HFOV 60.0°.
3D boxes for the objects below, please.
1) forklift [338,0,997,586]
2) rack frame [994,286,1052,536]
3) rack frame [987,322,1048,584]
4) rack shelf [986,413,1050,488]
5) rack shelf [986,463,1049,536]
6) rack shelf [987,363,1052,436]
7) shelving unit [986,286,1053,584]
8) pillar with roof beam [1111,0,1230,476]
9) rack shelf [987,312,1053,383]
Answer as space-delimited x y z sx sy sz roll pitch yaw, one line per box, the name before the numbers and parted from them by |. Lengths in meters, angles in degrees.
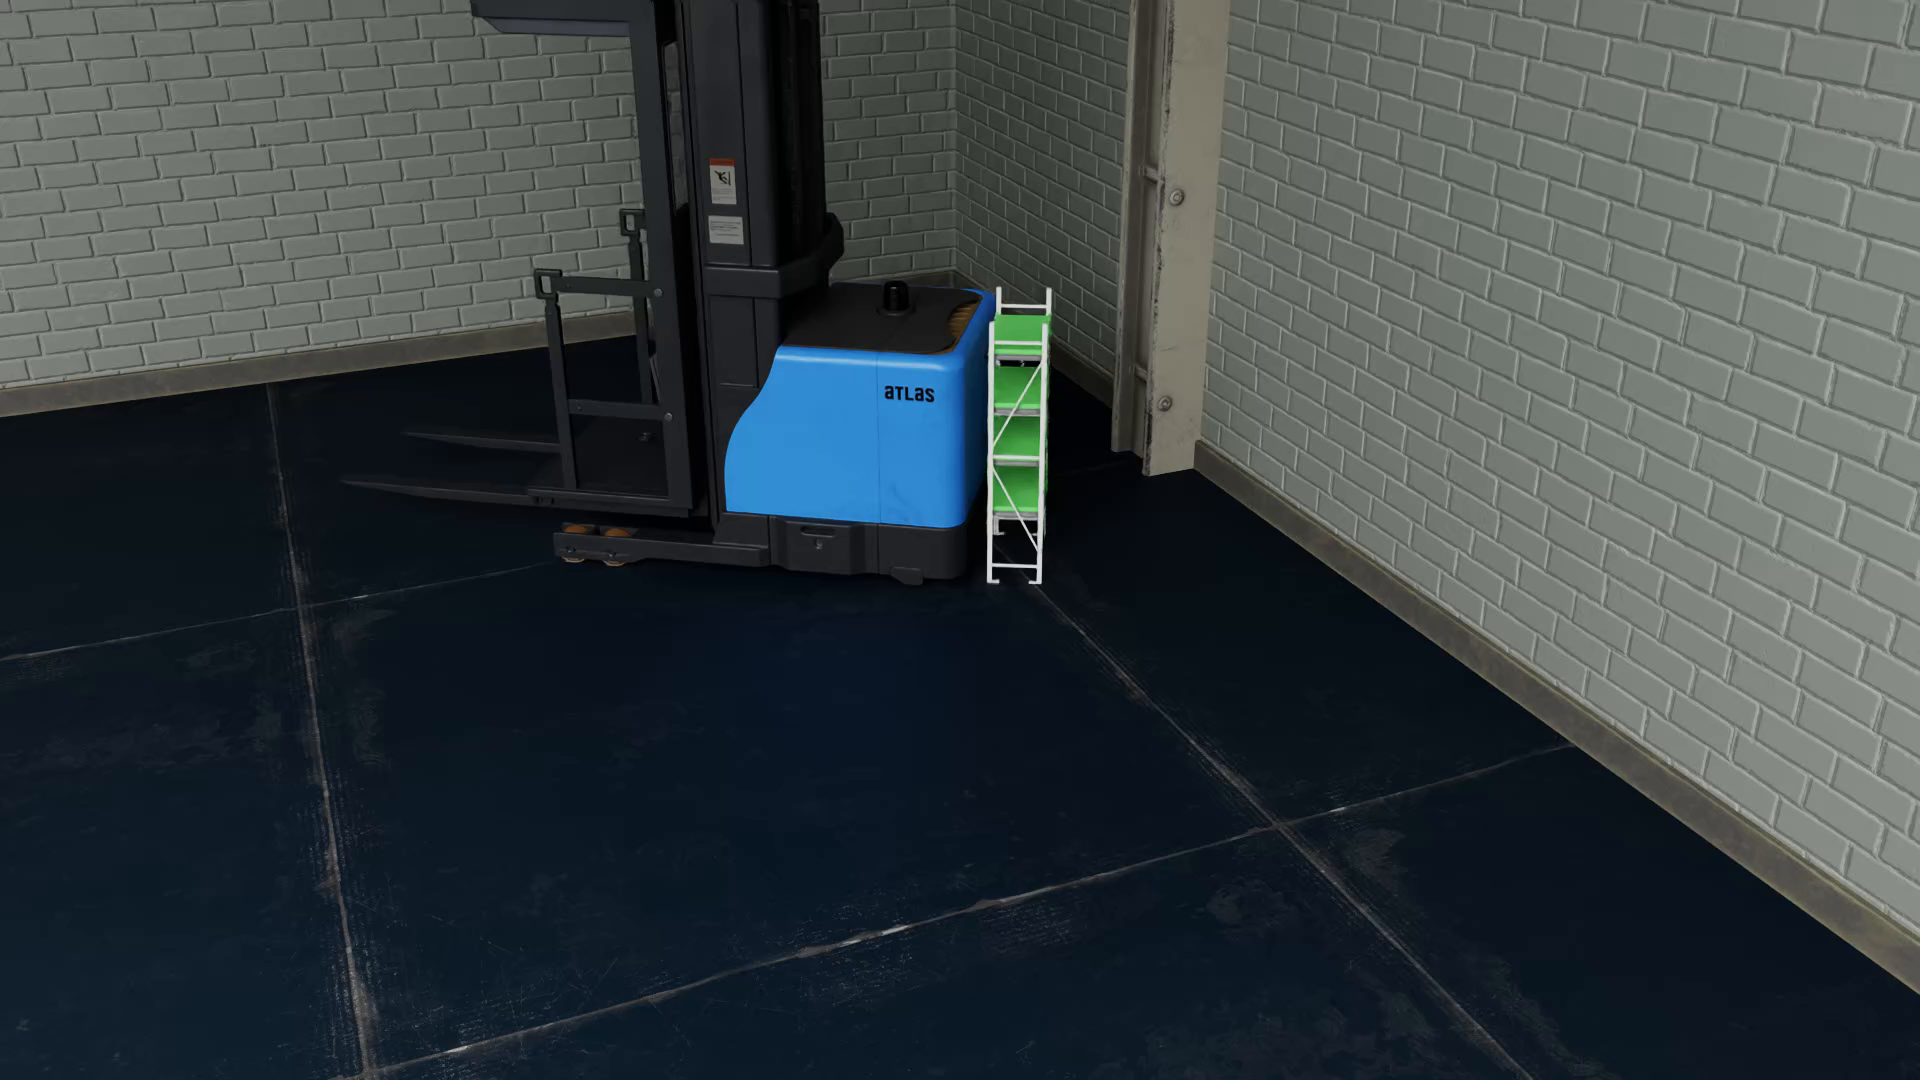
forklift | -1.377 -1.420 7.318 3.031 2.935 1.130 5 26 9
rack frame | 0.281 -0.565 7.540 0.240 1.200 0.015 2 26 4
rack frame | 0.241 -0.352 7.103 0.240 1.200 0.015 2 26 4
rack shelf | 0.261 -0.401 7.349 0.258 0.148 0.480 2 26 4
rack shelf | 0.261 -0.185 7.455 0.258 0.148 0.480 2 26 4
rack shelf | 0.261 -0.617 7.244 0.258 0.148 0.480 2 26 4
shelving unit | 0.261 -0.458 7.321 0.258 1.200 0.503 2 26 4
pillar with roof beam | -2.954 -3.732 5.137 9.100 9.000 0.400 -11 28 -21
rack shelf | 0.261 -0.832 7.139 0.258 0.148 0.480 2 26 4
